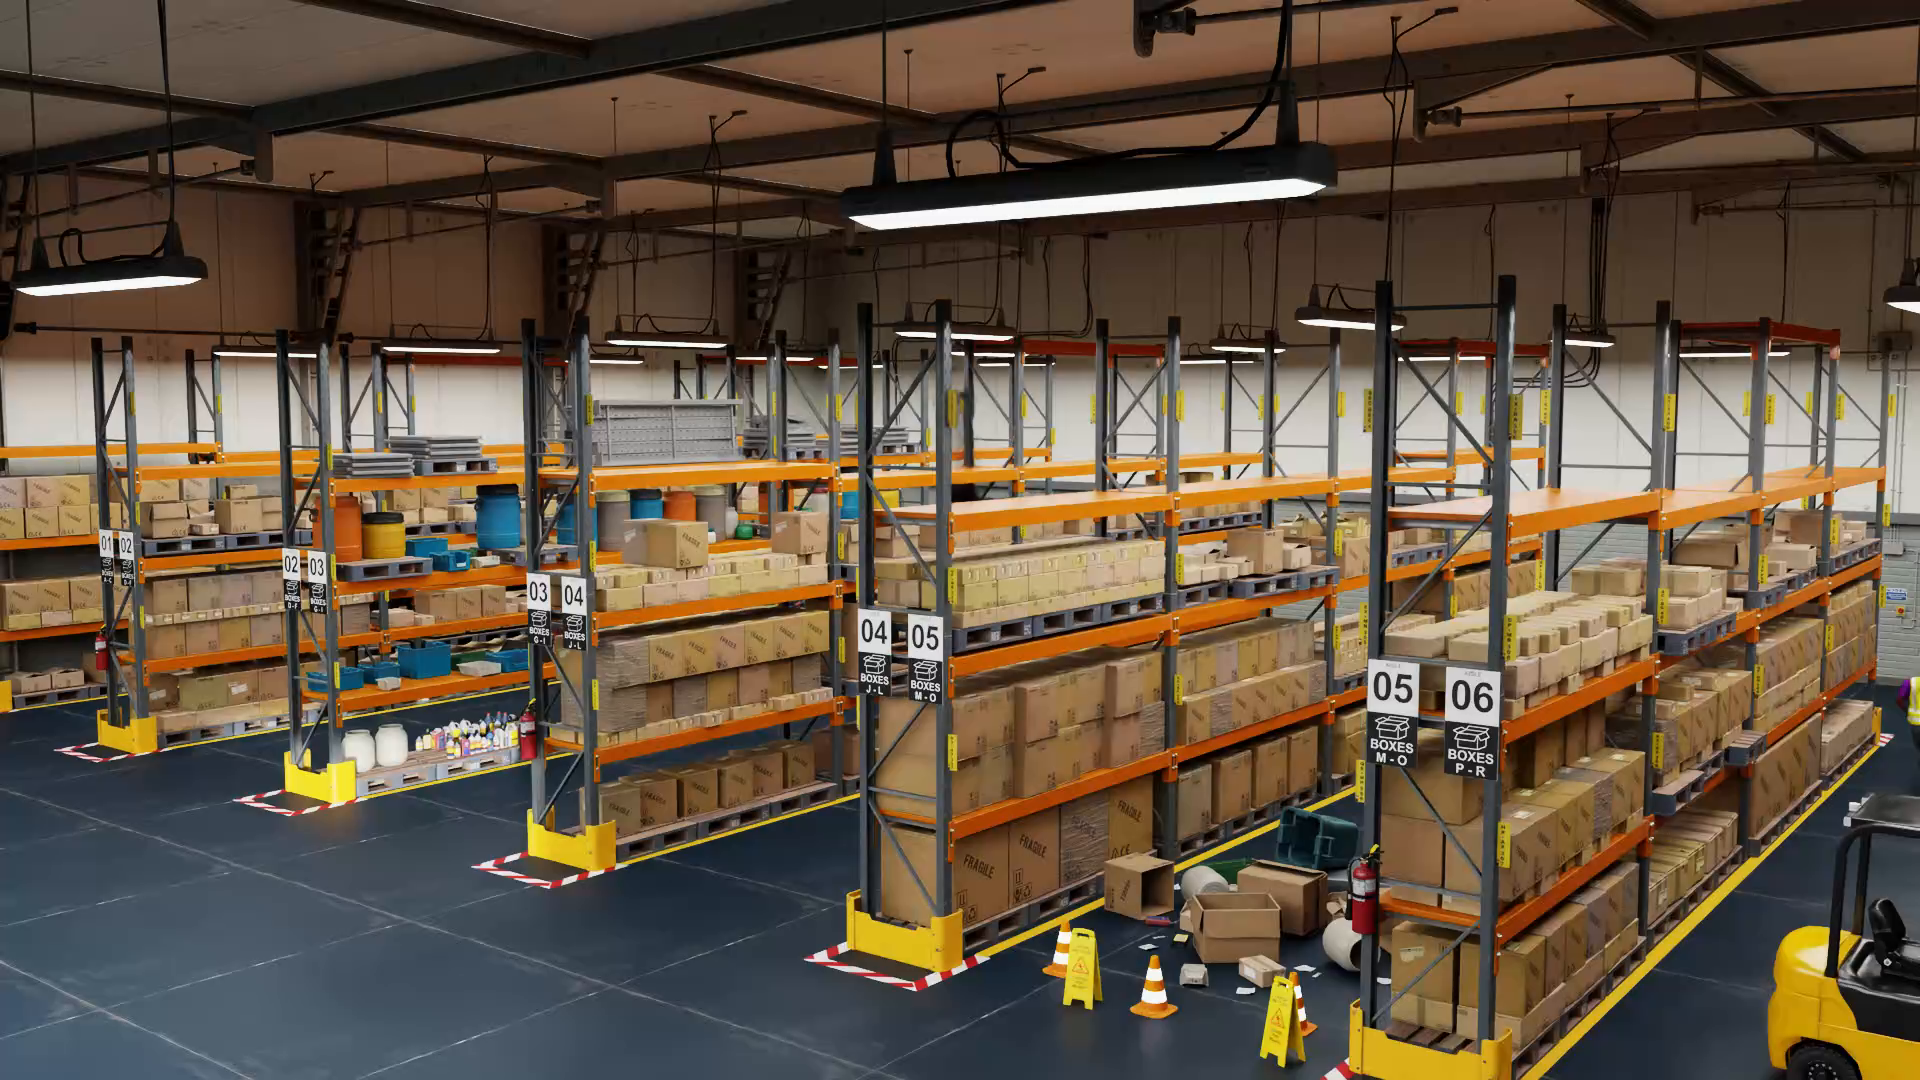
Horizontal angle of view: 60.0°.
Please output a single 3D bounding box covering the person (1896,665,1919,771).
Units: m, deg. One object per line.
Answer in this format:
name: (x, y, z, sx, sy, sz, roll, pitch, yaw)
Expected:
person: (12.724, 2.411, 21.890, 0.716, 1.716, 0.578, 3, 6, 29)
